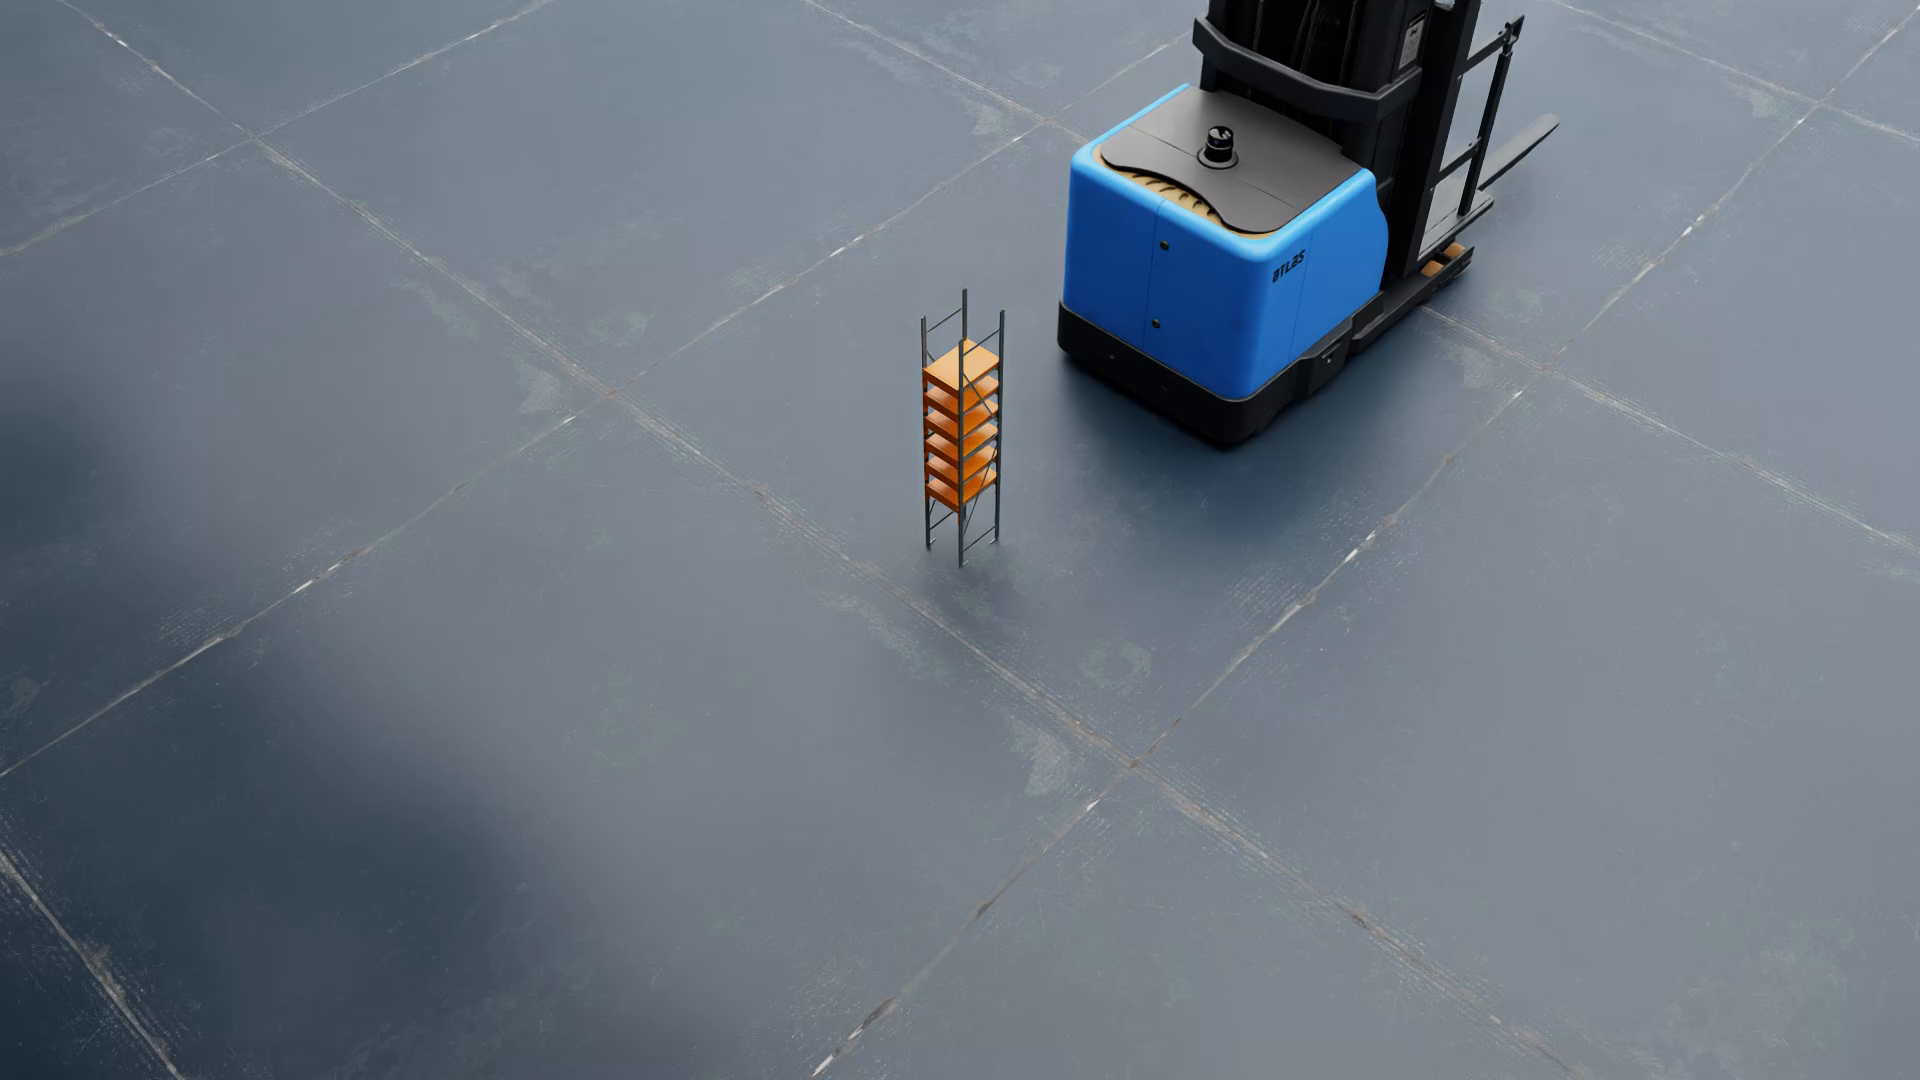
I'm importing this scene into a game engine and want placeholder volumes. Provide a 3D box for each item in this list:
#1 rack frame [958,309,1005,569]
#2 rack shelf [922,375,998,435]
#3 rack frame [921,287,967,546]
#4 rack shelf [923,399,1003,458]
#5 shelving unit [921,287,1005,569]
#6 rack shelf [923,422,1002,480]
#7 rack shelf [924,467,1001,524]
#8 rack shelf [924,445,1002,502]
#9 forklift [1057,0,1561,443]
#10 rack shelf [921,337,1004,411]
[{"bbox_3d":[0.078,-0.358,6.372,0.006,1.200,0.240,34,55,28],"label":"rack frame"},{"bbox_3d":[0.011,-0.537,6.272,0.180,0.103,0.258,34,55,28],"label":"rack shelf"},{"bbox_3d":[-0.057,-0.449,6.457,0.006,1.200,0.240,34,55,28],"label":"rack frame"},{"bbox_3d":[0.011,-0.455,6.359,0.180,0.103,0.258,34,55,28],"label":"rack shelf"},{"bbox_3d":[0.011,-0.404,6.414,0.189,1.200,0.258,34,55,28],"label":"shelving unit"},{"bbox_3d":[0.011,-0.373,6.447,0.180,0.103,0.258,34,55,28],"label":"rack shelf"},{"bbox_3d":[0.011,-0.209,6.622,0.180,0.103,0.258,34,55,28],"label":"rack shelf"},{"bbox_3d":[0.011,-0.291,6.534,0.180,0.103,0.258,34,55,28],"label":"rack shelf"},{"bbox_3d":[1.824,-2.402,7.103,1.130,2.935,3.031,35,56,28],"label":"forklift"},{"bbox_3d":[0.011,-0.620,6.184,0.180,0.103,0.258,34,55,28],"label":"rack shelf"}]
